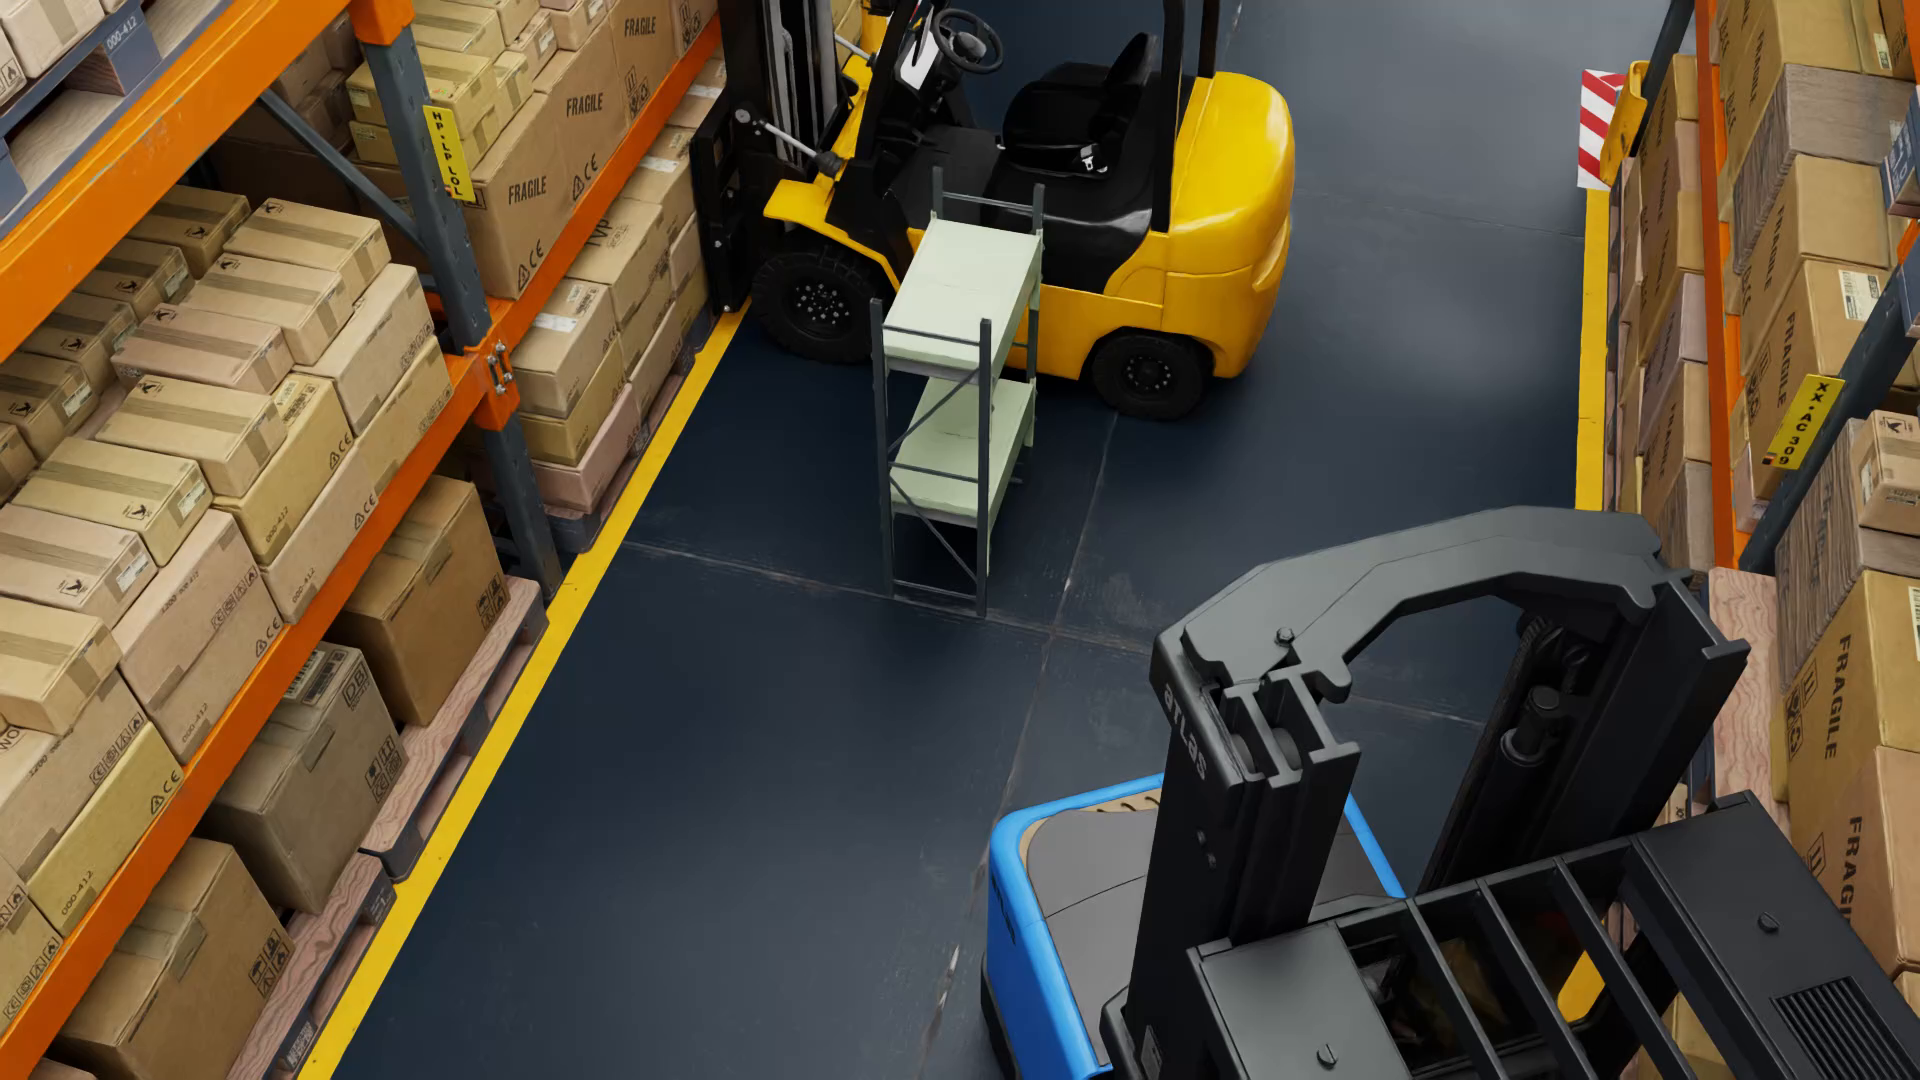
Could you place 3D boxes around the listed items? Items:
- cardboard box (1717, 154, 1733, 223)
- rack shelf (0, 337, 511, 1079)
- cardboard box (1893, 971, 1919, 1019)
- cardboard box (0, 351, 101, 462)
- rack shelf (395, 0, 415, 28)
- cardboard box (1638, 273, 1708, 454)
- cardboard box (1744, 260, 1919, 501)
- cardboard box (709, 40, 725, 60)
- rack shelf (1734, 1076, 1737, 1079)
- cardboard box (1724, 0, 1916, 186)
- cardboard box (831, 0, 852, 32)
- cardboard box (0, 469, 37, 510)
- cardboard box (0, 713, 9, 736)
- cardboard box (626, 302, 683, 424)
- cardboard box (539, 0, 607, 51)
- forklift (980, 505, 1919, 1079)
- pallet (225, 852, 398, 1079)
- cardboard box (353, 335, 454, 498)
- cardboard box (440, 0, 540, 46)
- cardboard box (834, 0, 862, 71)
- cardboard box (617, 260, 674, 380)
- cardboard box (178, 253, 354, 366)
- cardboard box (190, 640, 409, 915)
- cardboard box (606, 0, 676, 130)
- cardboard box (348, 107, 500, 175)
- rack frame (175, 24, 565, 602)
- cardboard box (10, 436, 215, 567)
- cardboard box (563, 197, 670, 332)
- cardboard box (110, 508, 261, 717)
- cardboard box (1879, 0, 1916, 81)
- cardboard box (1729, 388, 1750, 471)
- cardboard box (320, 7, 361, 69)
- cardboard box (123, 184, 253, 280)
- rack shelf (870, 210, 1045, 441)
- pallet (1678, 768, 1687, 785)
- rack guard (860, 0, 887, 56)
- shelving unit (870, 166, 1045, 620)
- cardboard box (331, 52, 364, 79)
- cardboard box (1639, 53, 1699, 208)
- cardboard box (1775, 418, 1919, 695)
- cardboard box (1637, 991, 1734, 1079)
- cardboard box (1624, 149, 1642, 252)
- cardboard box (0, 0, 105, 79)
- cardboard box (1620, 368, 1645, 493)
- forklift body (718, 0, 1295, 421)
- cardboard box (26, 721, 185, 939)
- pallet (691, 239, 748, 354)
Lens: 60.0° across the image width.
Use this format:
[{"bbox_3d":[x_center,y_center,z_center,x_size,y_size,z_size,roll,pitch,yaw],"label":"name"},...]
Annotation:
[{"bbox_3d":[2.921,-1.235,5.926,0.380,0.149,0.250,12,50,10],"label":"cardboard box"},{"bbox_3d":[-2.579,0.790,4.451,1.077,0.370,4.000,12,50,10],"label":"rack shelf"},{"bbox_3d":[1.938,1.185,3.077,0.500,0.500,0.500,10,49,8],"label":"cardboard box"},{"bbox_3d":[-2.587,-0.377,4.502,0.380,0.149,0.250,11,50,10],"label":"cardboard box"},{"bbox_3d":[-1.526,-3.096,5.880,1.077,0.370,4.000,12,50,10],"label":"rack shelf"},{"bbox_3d":[2.899,-0.613,6.263,0.500,0.500,0.500,14,50,12],"label":"cardboard box"},{"bbox_3d":[2.614,-0.420,4.774,0.500,0.500,0.500,10,49,9],"label":"cardboard box"},{"bbox_3d":[-1.072,-2.216,7.511,0.500,0.250,0.500,12,50,11],"label":"cardboard box"},{"bbox_3d":[2.211,1.767,3.589,1.077,0.370,4.000,12,50,10],"label":"rack shelf"},{"bbox_3d":[3.005,-1.541,5.763,0.500,0.500,0.500,11,49,9],"label":"cardboard box"},{"bbox_3d":[-0.826,-2.769,8.332,0.500,0.250,0.500,11,49,10],"label":"cardboard box"},{"bbox_3d":[-2.721,0.037,4.402,0.500,0.250,0.500,10,49,9],"label":"cardboard box"},{"bbox_3d":[-2.433,0.436,3.784,0.380,0.149,0.250,12,50,10],"label":"cardboard box"},{"bbox_3d":[-1.487,-0.779,6.909,0.500,0.250,0.500,11,49,9],"label":"cardboard box"},{"bbox_3d":[-1.470,-1.866,5.816,0.380,0.149,0.250,13,50,11],"label":"cardboard box"},{"bbox_3d":[0.980,1.459,3.427,1.130,2.935,3.031,-13,50,-11],"label":"forklift"},{"bbox_3d":[-2.528,1.454,5.245,1.003,0.211,1.213,12,50,10],"label":"pallet"},{"bbox_3d":[-1.933,-0.429,5.147,0.500,0.250,0.500,13,50,11],"label":"cardboard box"},{"bbox_3d":[-1.642,-1.806,5.564,0.380,0.149,0.250,11,49,9],"label":"cardboard box"},{"bbox_3d":[-0.819,-2.615,8.530,0.500,0.250,0.500,12,50,10],"label":"cardboard box"},{"bbox_3d":[-1.497,-0.943,6.721,0.500,0.250,0.500,11,50,10],"label":"cardboard box"},{"bbox_3d":[-1.979,-0.661,4.752,0.380,0.149,0.250,11,49,9],"label":"cardboard box"},{"bbox_3d":[-2.391,0.692,5.362,0.875,0.625,0.625,11,50,10],"label":"cardboard box"},{"bbox_3d":[-1.431,-1.944,6.317,0.500,0.500,0.500,11,50,10],"label":"cardboard box"},{"bbox_3d":[-1.715,-1.321,5.335,0.380,0.149,0.250,11,49,9],"label":"cardboard box"},{"bbox_3d":[-2.053,-0.895,5.458,1.000,3.000,0.127,12,50,10],"label":"rack frame"},{"bbox_3d":[-2.165,-0.101,4.258,0.380,0.149,0.250,10,49,9],"label":"cardboard box"},{"bbox_3d":[-1.478,-1.110,6.535,0.500,0.250,0.500,12,50,10],"label":"cardboard box"},{"bbox_3d":[-2.204,0.137,4.314,0.500,0.250,0.500,12,50,11],"label":"cardboard box"},{"bbox_3d":[3.425,-1.774,5.302,0.700,0.500,0.500,11,50,10],"label":"cardboard box"},{"bbox_3d":[2.587,-0.309,5.109,0.380,0.149,0.250,13,50,11],"label":"cardboard box"},{"bbox_3d":[-2.154,-1.705,5.475,0.380,0.149,0.250,10,49,9],"label":"cardboard box"},{"bbox_3d":[-2.352,-0.930,4.990,0.380,0.149,0.250,11,49,9],"label":"cardboard box"},{"bbox_3d":[0.002,-0.759,5.818,0.431,0.370,0.720,12,50,10],"label":"rack shelf"},{"bbox_3d":[2.880,0.512,6.076,1.003,0.211,1.213,12,50,10],"label":"pallet"},{"bbox_3d":[-0.993,-2.978,8.964,1.175,0.500,0.348,12,50,10],"label":"rack guard"},{"bbox_3d":[0.002,-0.501,6.111,0.431,1.500,0.755,12,50,10],"label":"shelving unit"},{"bbox_3d":[-2.183,-1.614,5.593,0.380,0.149,0.250,10,49,9],"label":"cardboard box"},{"bbox_3d":[3.305,-1.742,7.259,0.500,0.500,0.500,10,49,9],"label":"cardboard box"},{"bbox_3d":[2.337,0.094,4.040,0.500,0.500,0.500,13,50,11],"label":"cardboard box"},{"bbox_3d":[2.416,1.713,4.629,0.950,0.372,0.625,14,50,12],"label":"cardboard box"},{"bbox_3d":[3.311,-1.511,7.556,0.500,0.250,0.500,11,50,10],"label":"cardboard box"},{"bbox_3d":[-2.049,-1.121,3.477,0.380,0.149,0.250,11,50,10],"label":"cardboard box"},{"bbox_3d":[2.902,-0.382,6.559,0.500,0.250,0.500,12,50,11],"label":"cardboard box"},{"bbox_3d":[0.261,-1.775,6.801,2.313,2.155,1.214,12,50,10],"label":"forklift body"},{"bbox_3d":[-2.349,0.664,4.182,0.500,0.250,0.500,13,50,11],"label":"cardboard box"},{"bbox_3d":[-1.484,-1.424,7.785,1.003,0.211,1.213,12,50,10],"label":"pallet"}]
